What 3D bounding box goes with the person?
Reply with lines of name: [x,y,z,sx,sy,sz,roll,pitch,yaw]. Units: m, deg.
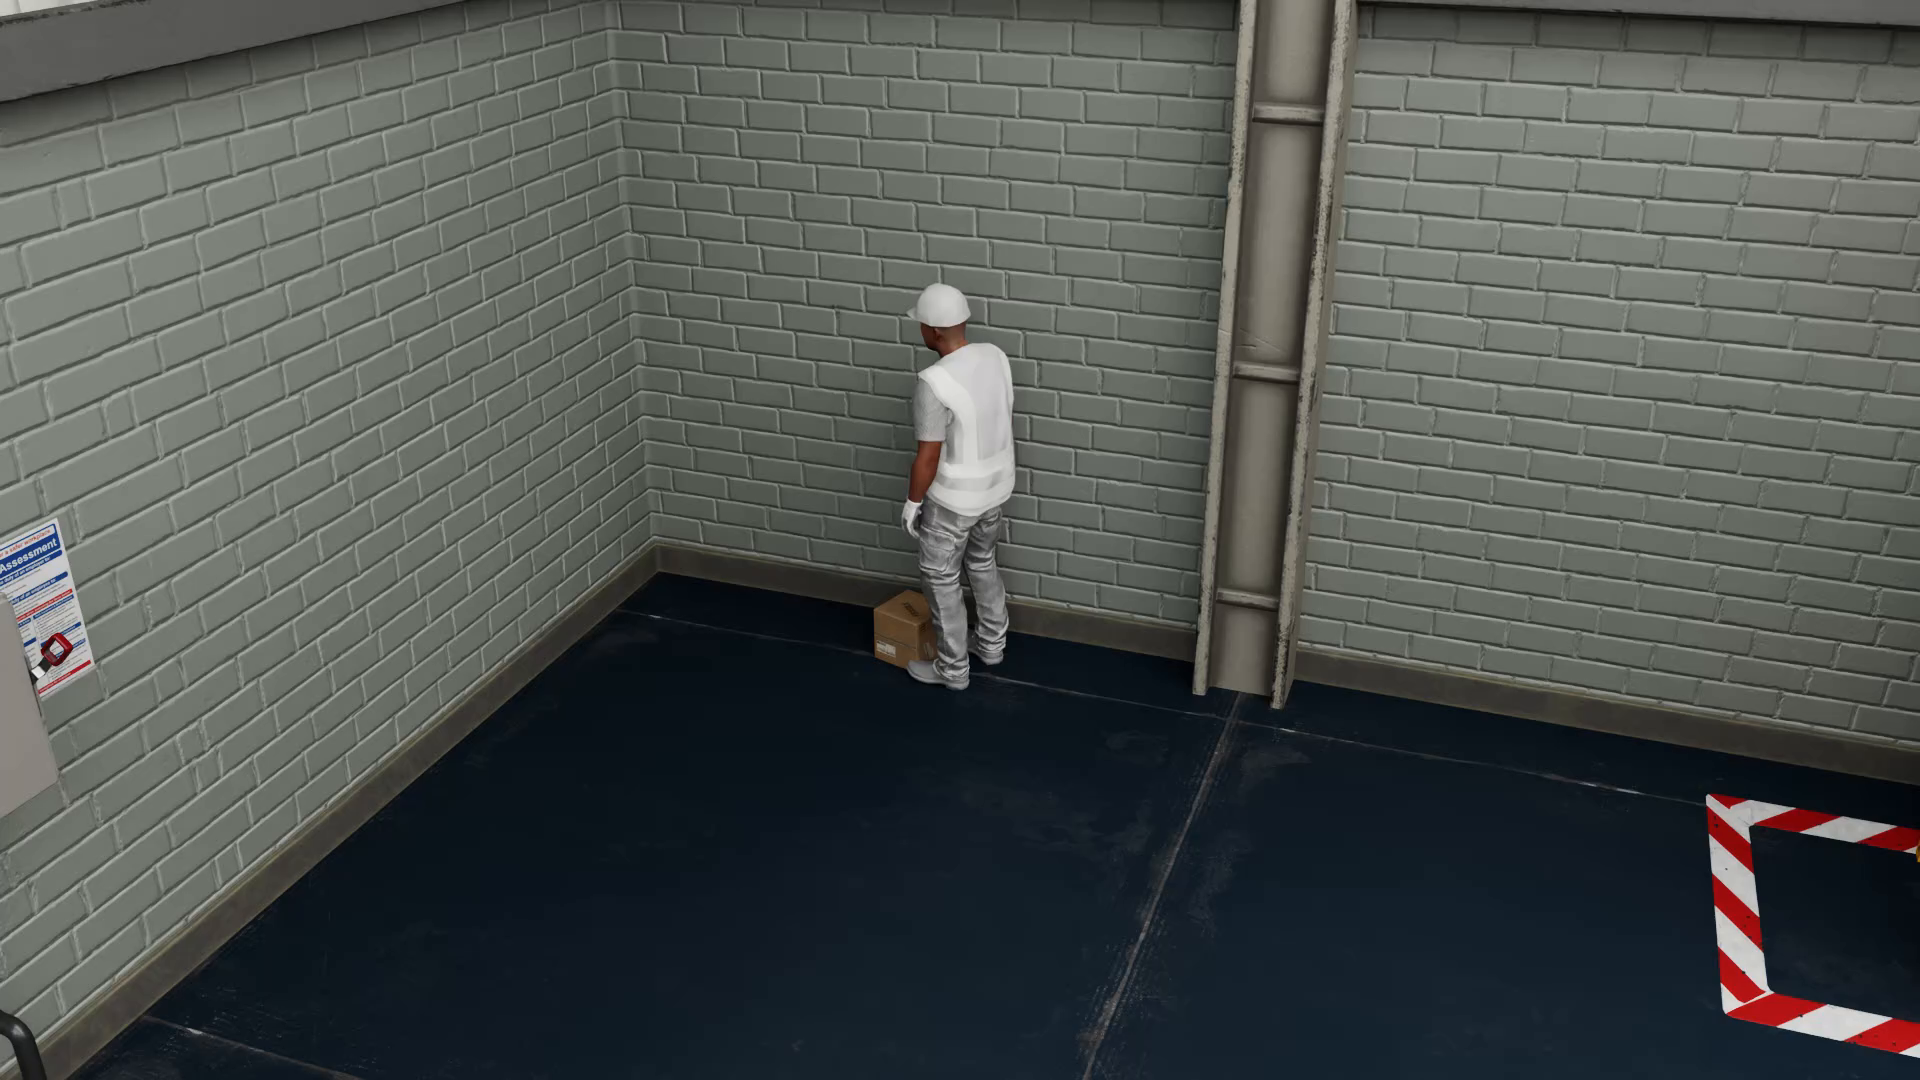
person: [-0.008,-0.218,7.055,0.446,1.775,0.619,19,32,35]
